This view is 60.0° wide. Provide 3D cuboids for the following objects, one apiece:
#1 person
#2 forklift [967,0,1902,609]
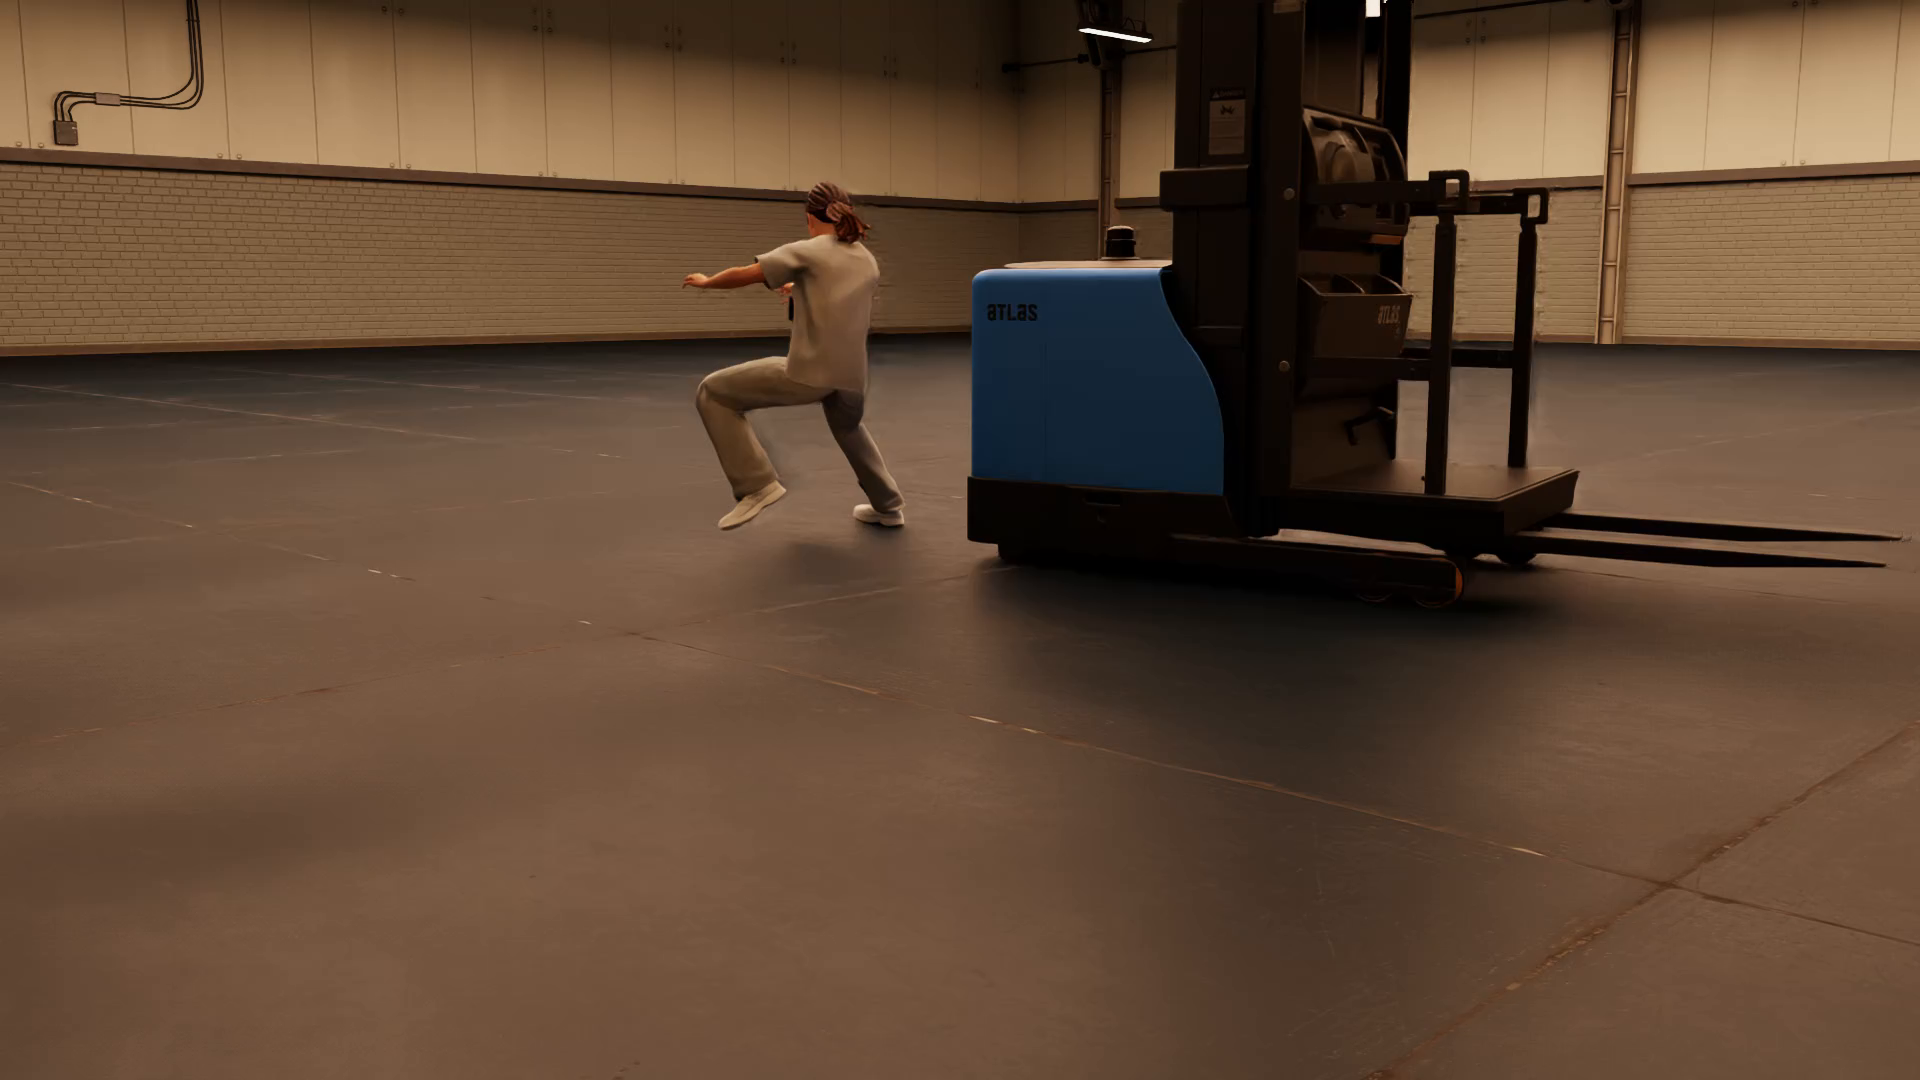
[{"bbox_3d":[-0.627,-0.735,6.785,0.929,1.423,0.697,-6,10,-35],"label":"person"},{"bbox_3d":[1.545,-1.321,5.644,3.031,2.935,1.130,5,10,32],"label":"forklift"}]
